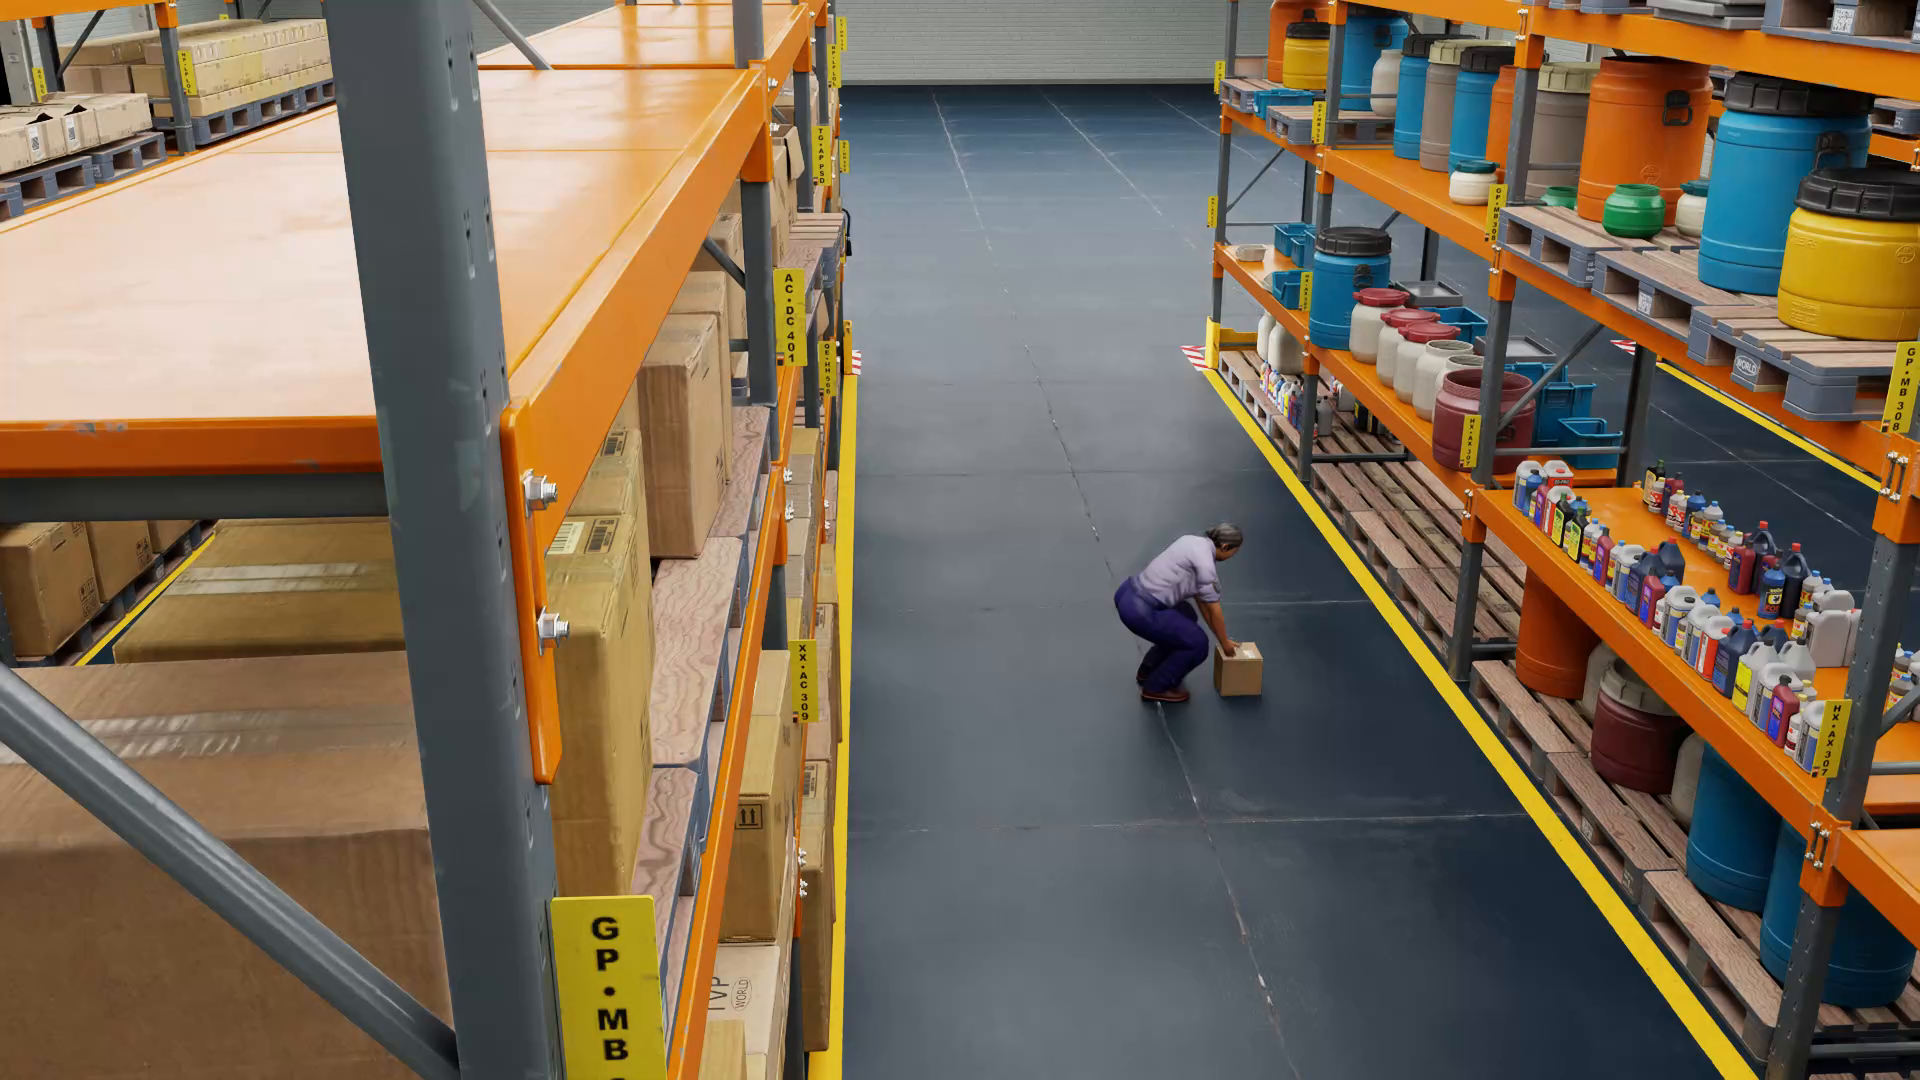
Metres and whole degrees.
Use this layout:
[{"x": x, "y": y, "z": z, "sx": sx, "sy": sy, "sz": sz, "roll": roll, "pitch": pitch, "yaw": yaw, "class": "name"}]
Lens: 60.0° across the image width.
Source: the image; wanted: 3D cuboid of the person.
[{"x": 1.351, "y": 0.447, "z": 10.290, "sx": 0.791, "sy": 1.034, "sz": 0.530, "roll": -1, "pitch": 21, "yaw": -3, "class": "person"}]
